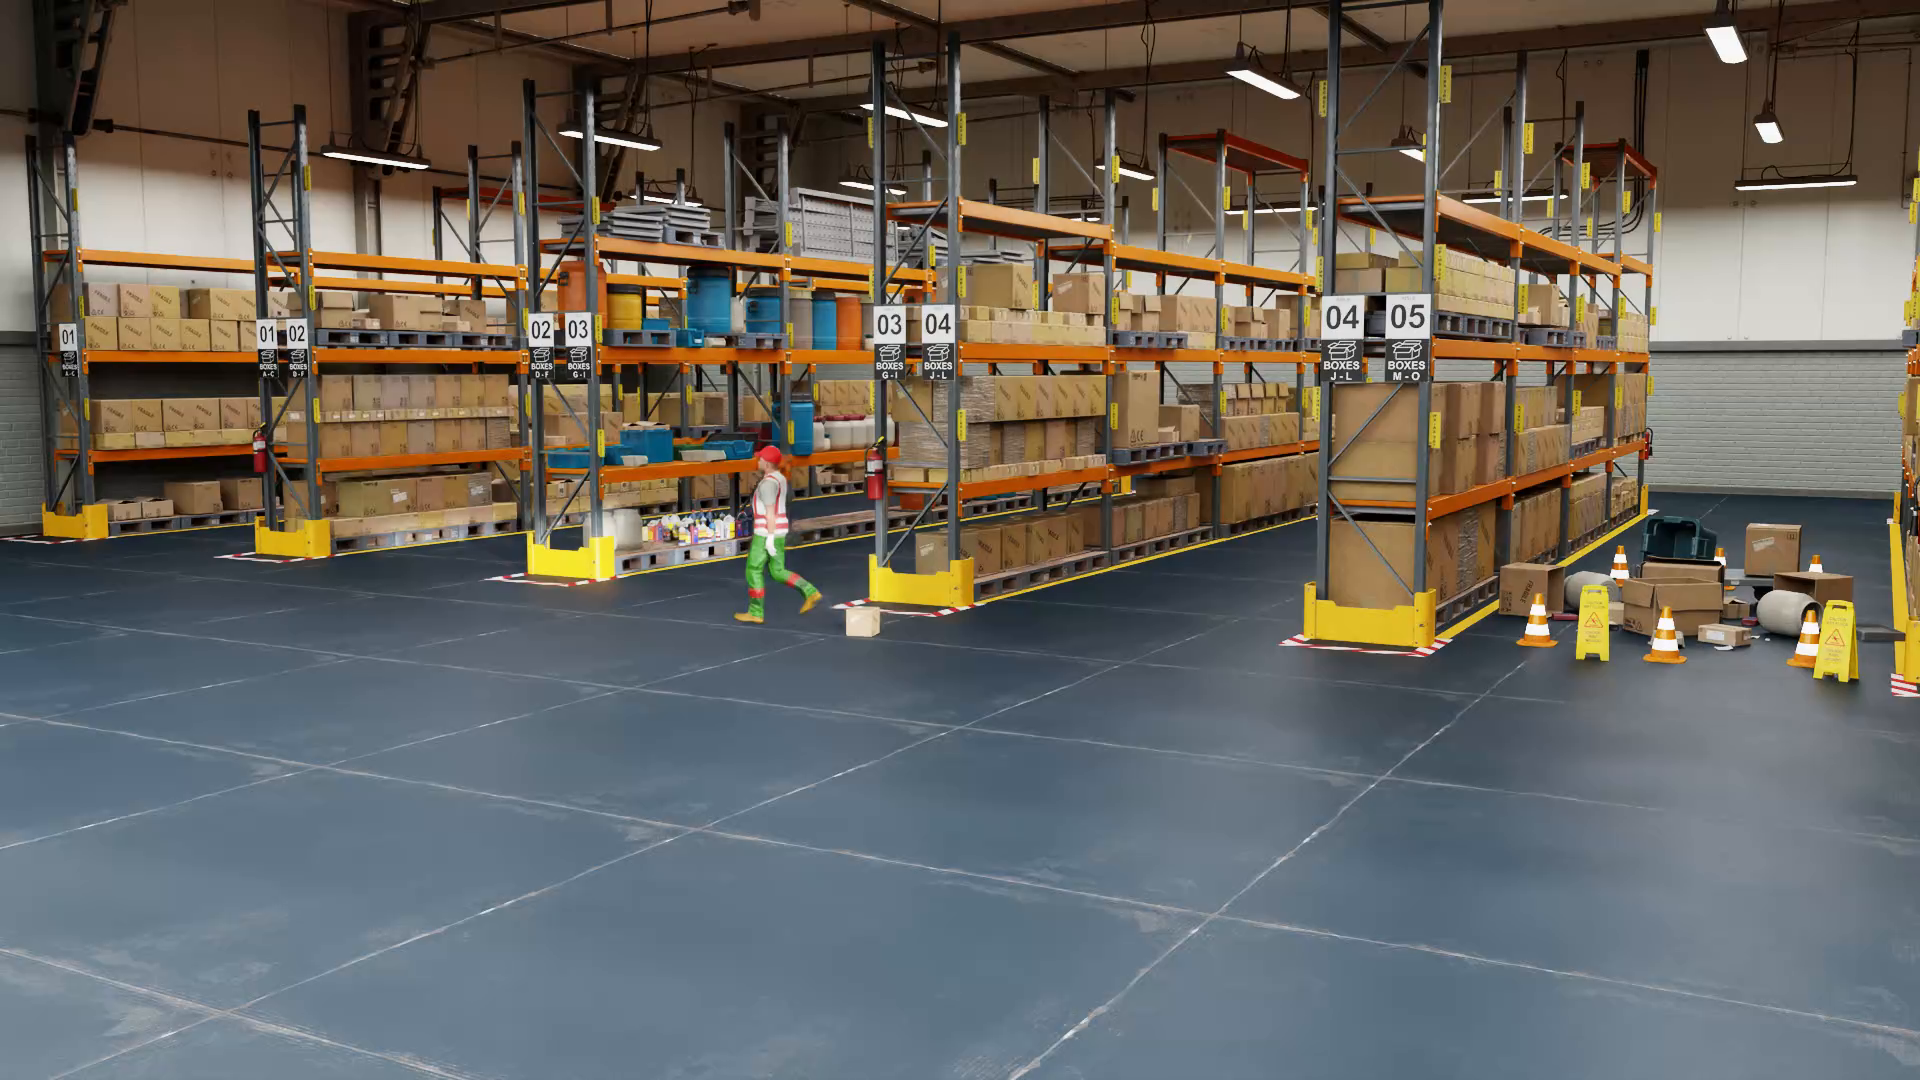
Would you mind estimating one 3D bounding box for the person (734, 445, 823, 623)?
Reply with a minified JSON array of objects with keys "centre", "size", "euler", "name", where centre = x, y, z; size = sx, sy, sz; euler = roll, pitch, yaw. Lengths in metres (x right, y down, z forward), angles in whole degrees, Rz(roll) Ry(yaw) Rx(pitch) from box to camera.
[{"centre":[-1.814,-0.056,16.466],"size":[0.887,1.764,0.543],"euler":[1,6,12],"name":"person"}]
